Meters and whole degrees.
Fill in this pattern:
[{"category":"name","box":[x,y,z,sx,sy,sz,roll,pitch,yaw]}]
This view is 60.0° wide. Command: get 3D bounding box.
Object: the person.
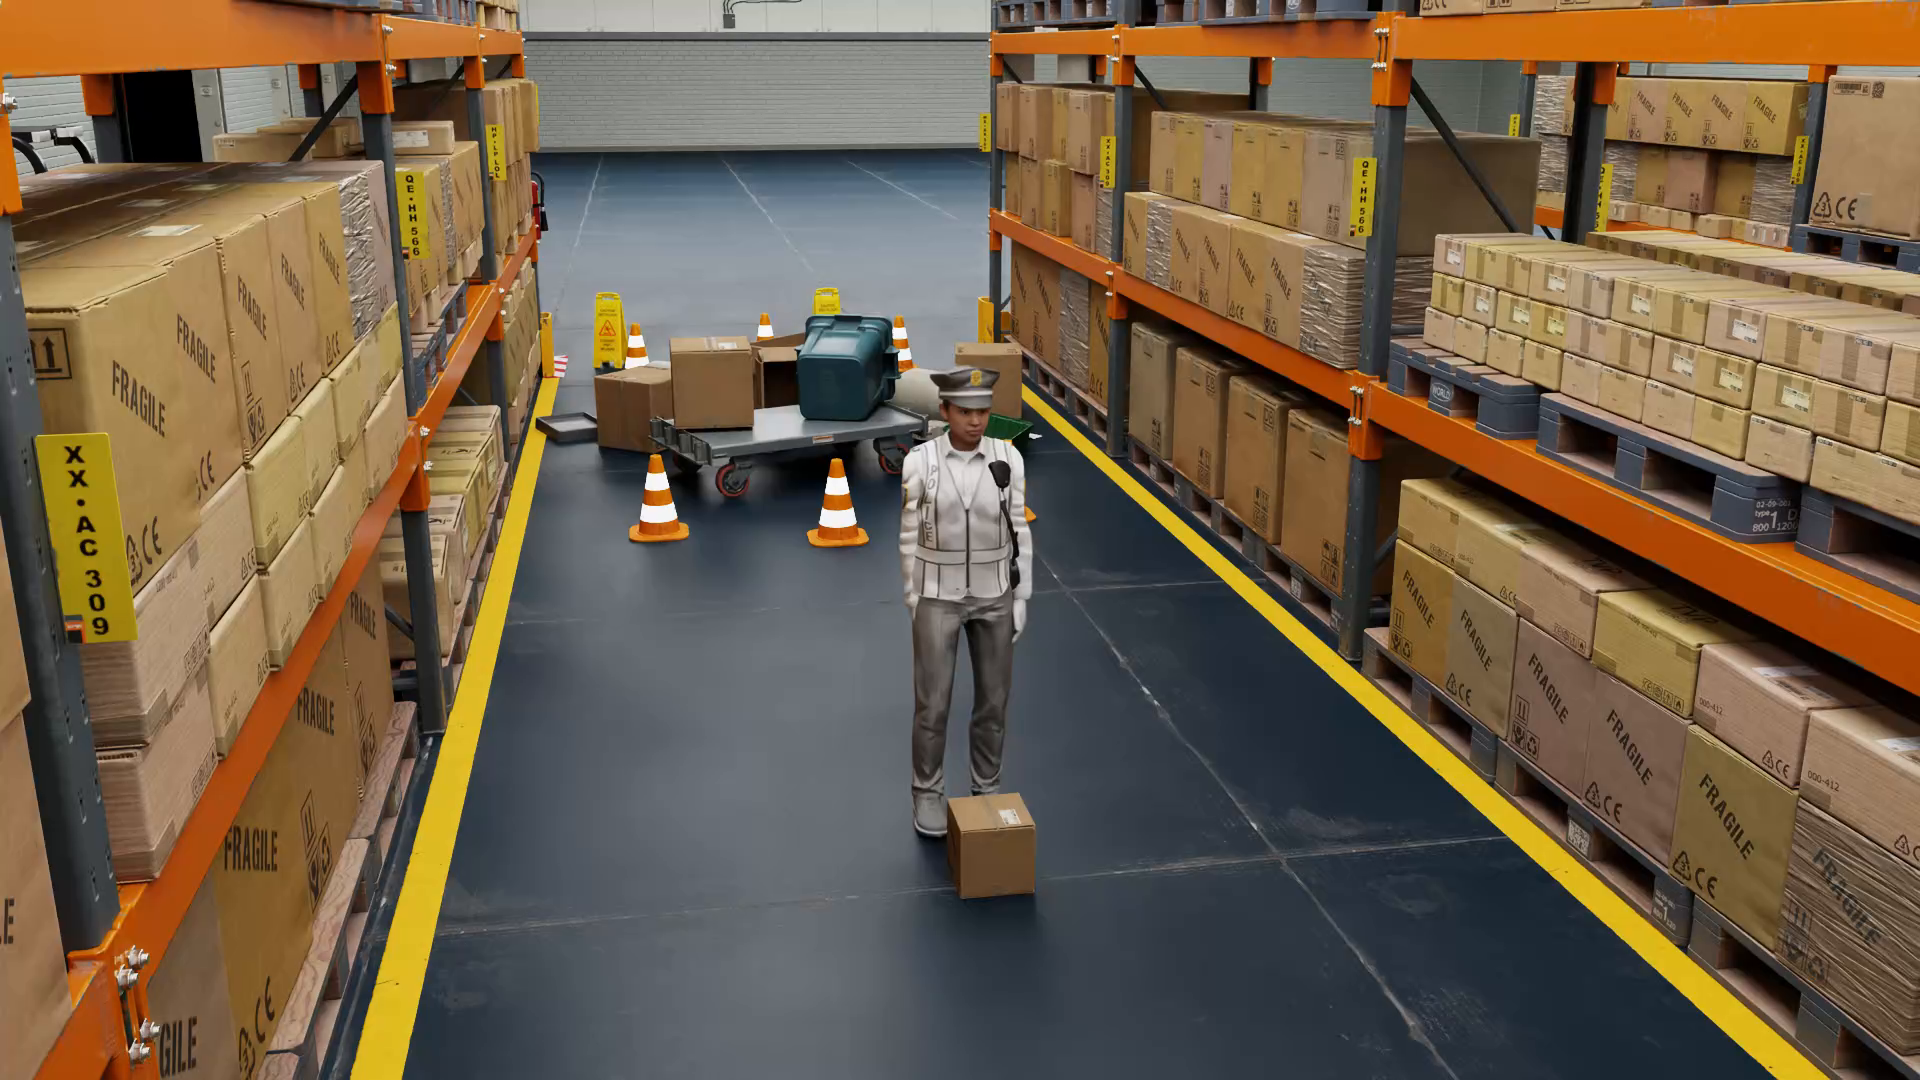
[{"category":"person","box":[0.026,0.214,5.801,0.466,1.675,0.337,-3,17,-9]}]
